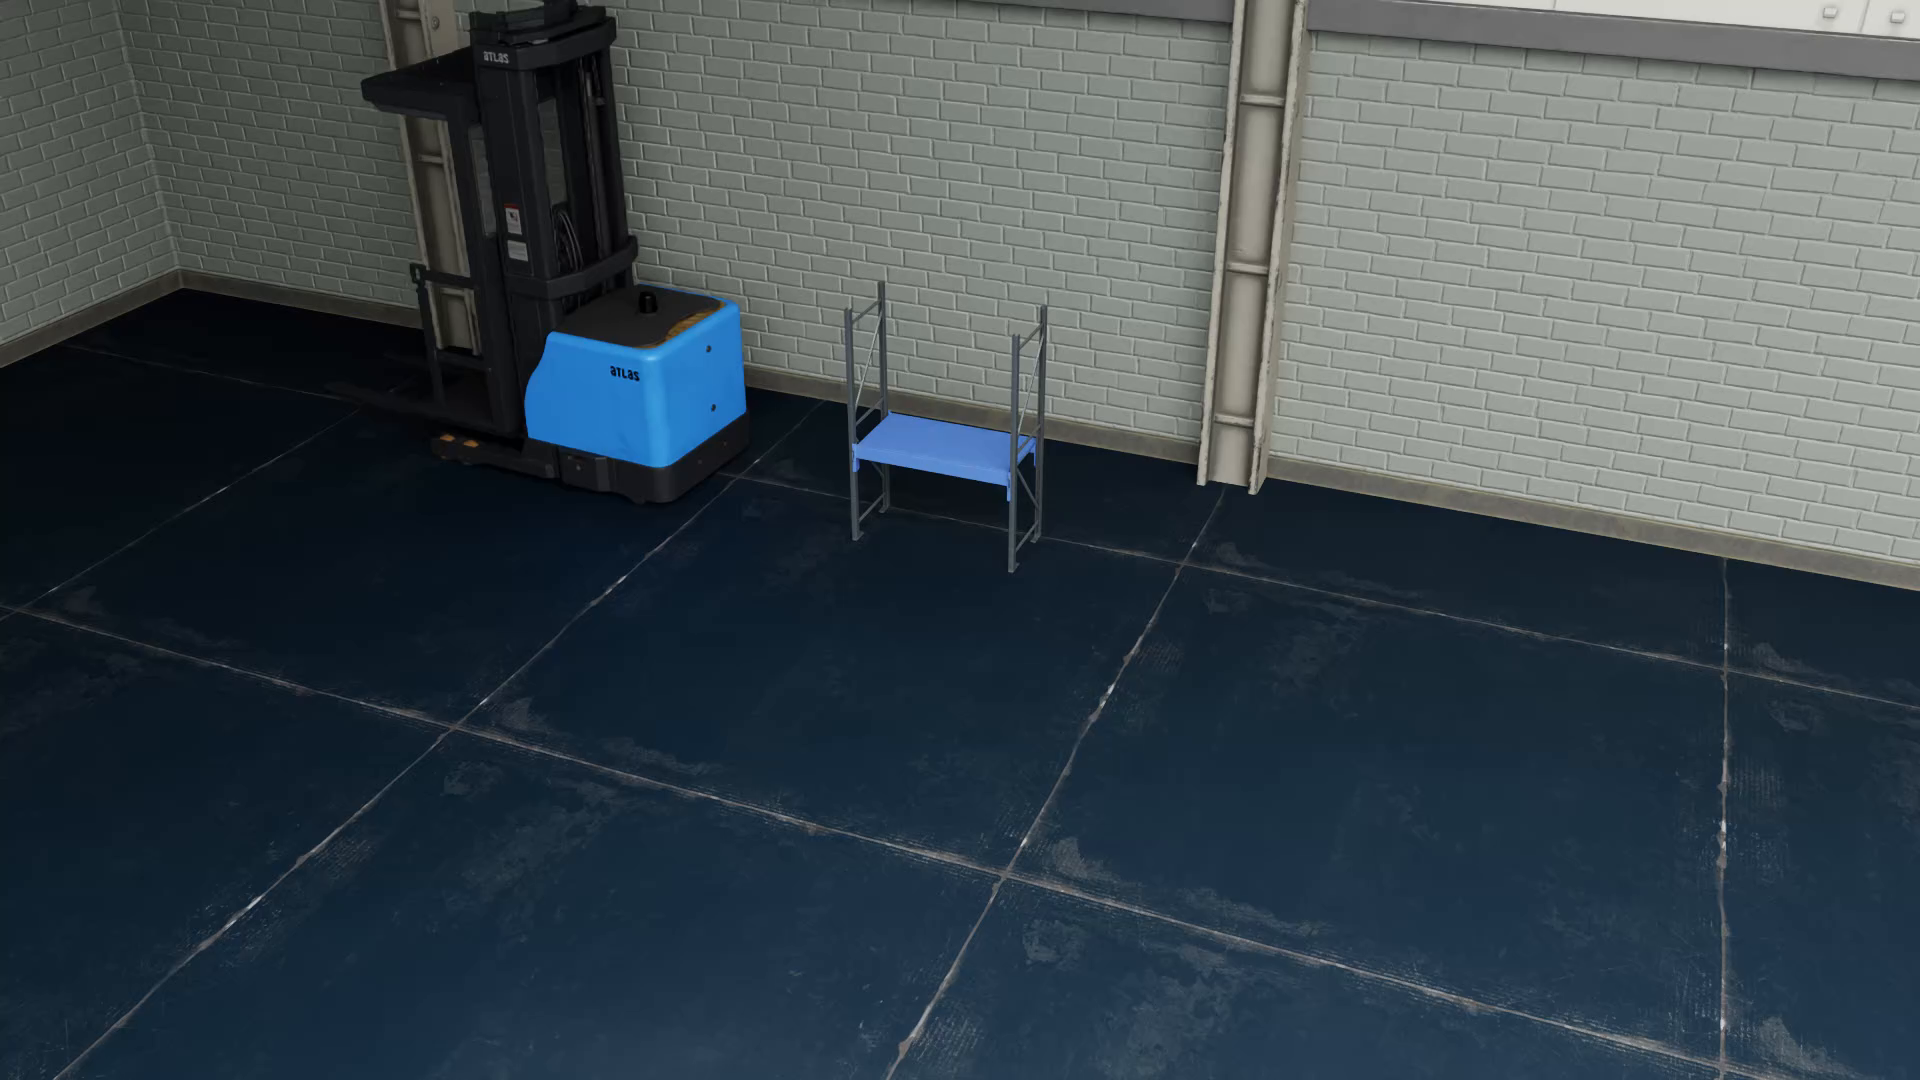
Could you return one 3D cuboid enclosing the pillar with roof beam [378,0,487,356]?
[{"bbox_3d":[-5.403,-3.461,7.139,0.400,9.000,9.100,11,31,19],"label":"pillar with roof beam"}]

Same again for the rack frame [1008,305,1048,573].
[{"bbox_3d":[0.392,-0.575,9.654,0.032,1.500,0.500,11,31,19],"label":"rack frame"}]

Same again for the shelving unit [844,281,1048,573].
[{"bbox_3d":[-0.079,-0.669,9.820,1.048,1.500,0.538,11,31,19],"label":"shelving unit"}]

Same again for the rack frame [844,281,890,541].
[{"bbox_3d":[-0.550,-0.763,9.987,0.032,1.500,0.500,11,31,19],"label":"rack frame"}]

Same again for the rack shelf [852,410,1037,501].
[{"bbox_3d":[-0.079,-0.512,9.909,1.000,0.185,0.538,11,31,19],"label":"rack shelf"}]

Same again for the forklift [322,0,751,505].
[{"bbox_3d":[-2.958,-1.987,10.697,3.031,2.935,1.130,14,32,22],"label":"forklift"}]

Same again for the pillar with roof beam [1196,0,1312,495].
[{"bbox_3d":[0.157,-2.351,5.175,0.400,9.000,9.100,11,31,19],"label":"pillar with roof beam"}]
